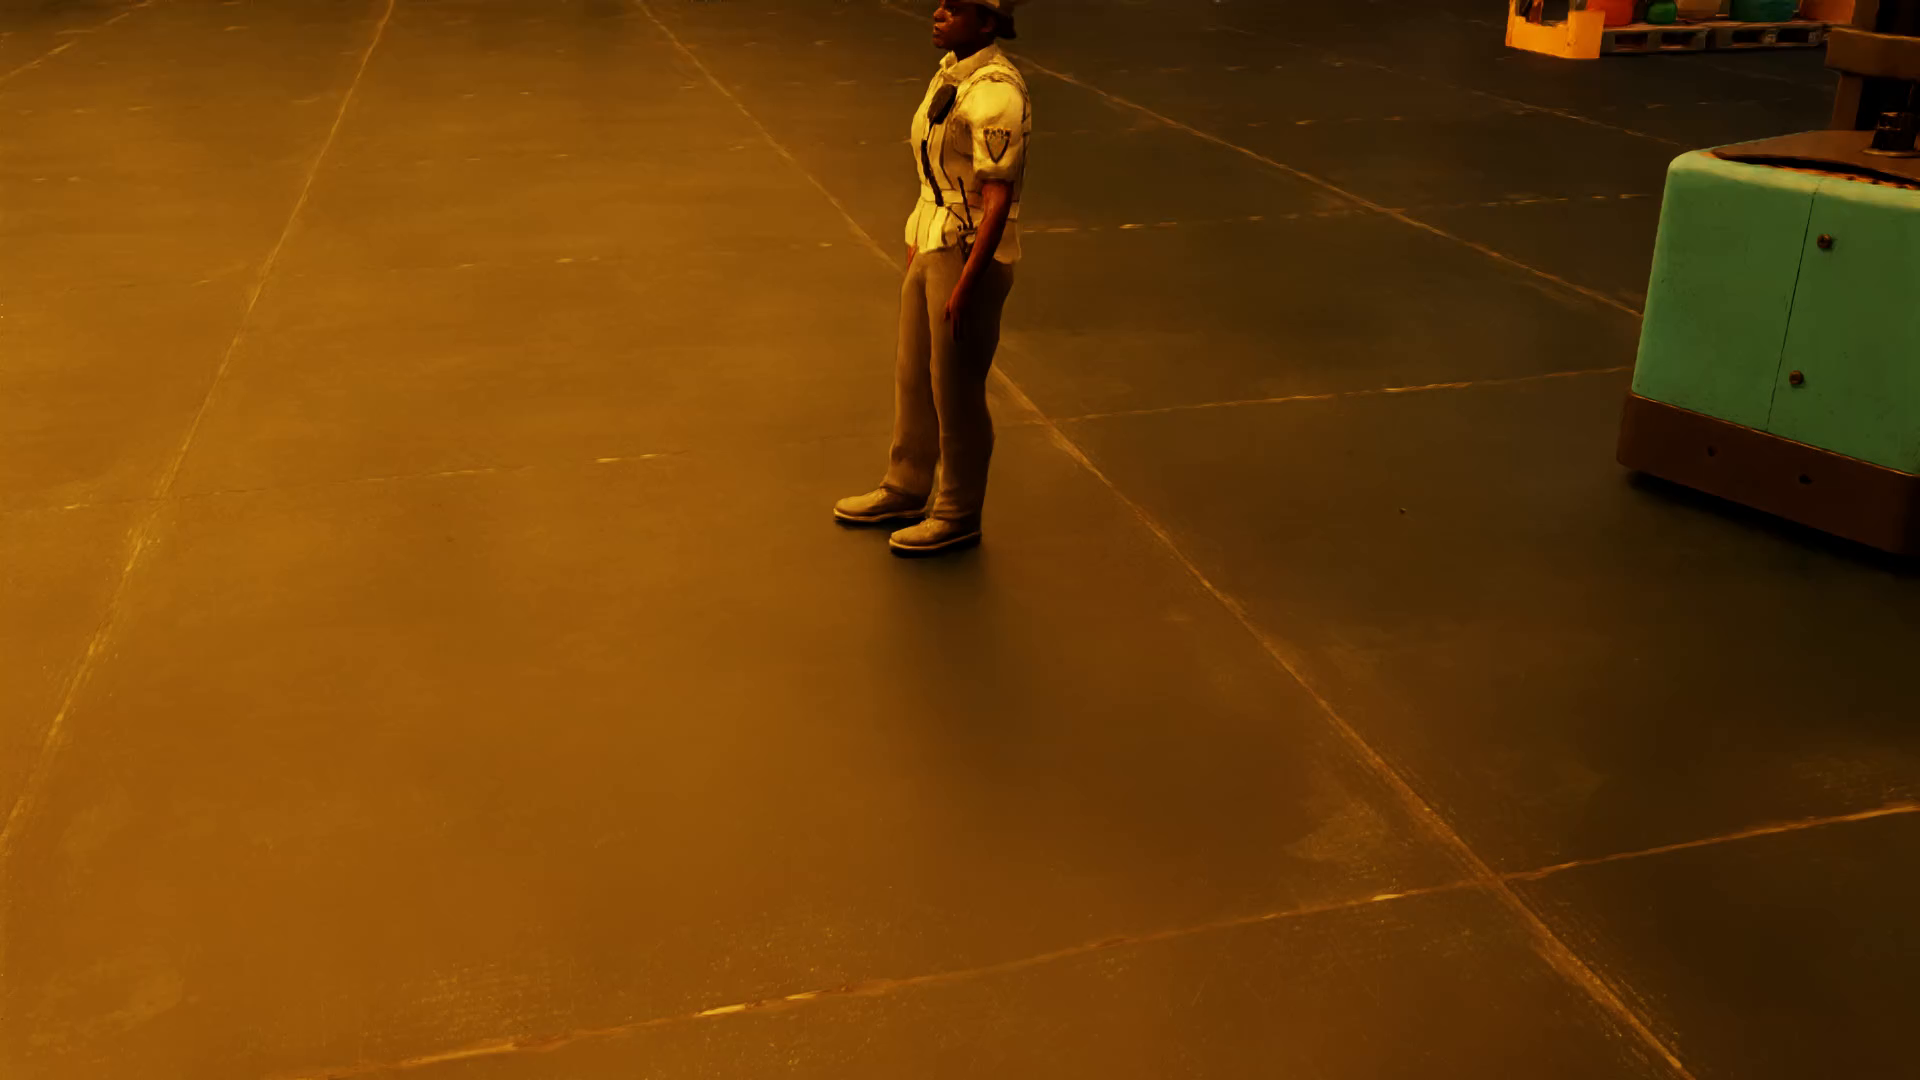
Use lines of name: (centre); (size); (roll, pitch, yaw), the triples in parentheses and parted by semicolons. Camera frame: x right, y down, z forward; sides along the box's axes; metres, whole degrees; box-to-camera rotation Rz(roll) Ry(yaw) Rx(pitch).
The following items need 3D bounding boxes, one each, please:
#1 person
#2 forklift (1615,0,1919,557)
person: (-0.077, -0.785, 4.718); (0.529, 1.693, 0.570); (-6, 24, -14)
forklift: (3.663, -1.724, 5.361); (3.031, 2.935, 1.130); (-15, 27, -32)
